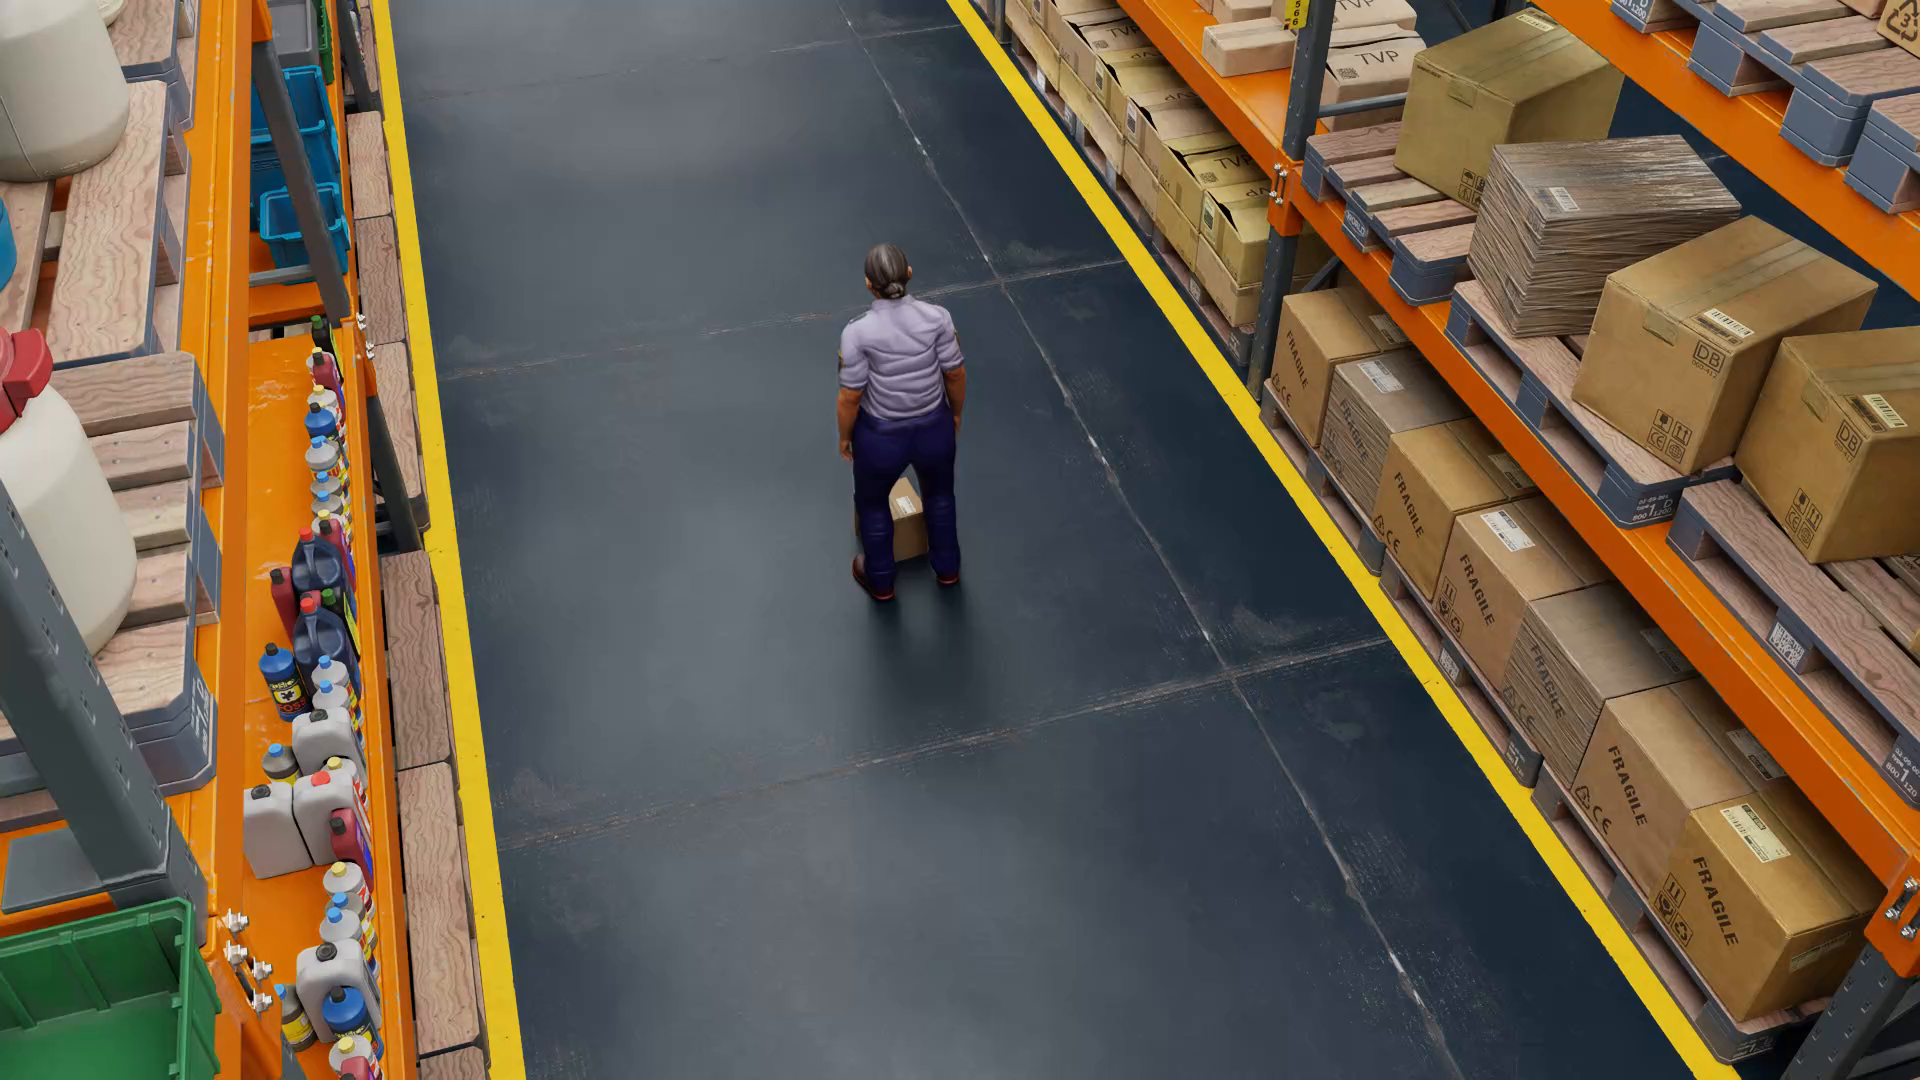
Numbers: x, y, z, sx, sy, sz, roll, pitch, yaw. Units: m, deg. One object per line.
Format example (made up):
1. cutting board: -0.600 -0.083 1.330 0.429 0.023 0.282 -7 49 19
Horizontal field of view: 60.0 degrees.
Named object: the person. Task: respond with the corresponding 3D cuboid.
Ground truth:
1. person: -0.228 -0.439 6.645 0.537 1.651 0.372 -12 44 -13
